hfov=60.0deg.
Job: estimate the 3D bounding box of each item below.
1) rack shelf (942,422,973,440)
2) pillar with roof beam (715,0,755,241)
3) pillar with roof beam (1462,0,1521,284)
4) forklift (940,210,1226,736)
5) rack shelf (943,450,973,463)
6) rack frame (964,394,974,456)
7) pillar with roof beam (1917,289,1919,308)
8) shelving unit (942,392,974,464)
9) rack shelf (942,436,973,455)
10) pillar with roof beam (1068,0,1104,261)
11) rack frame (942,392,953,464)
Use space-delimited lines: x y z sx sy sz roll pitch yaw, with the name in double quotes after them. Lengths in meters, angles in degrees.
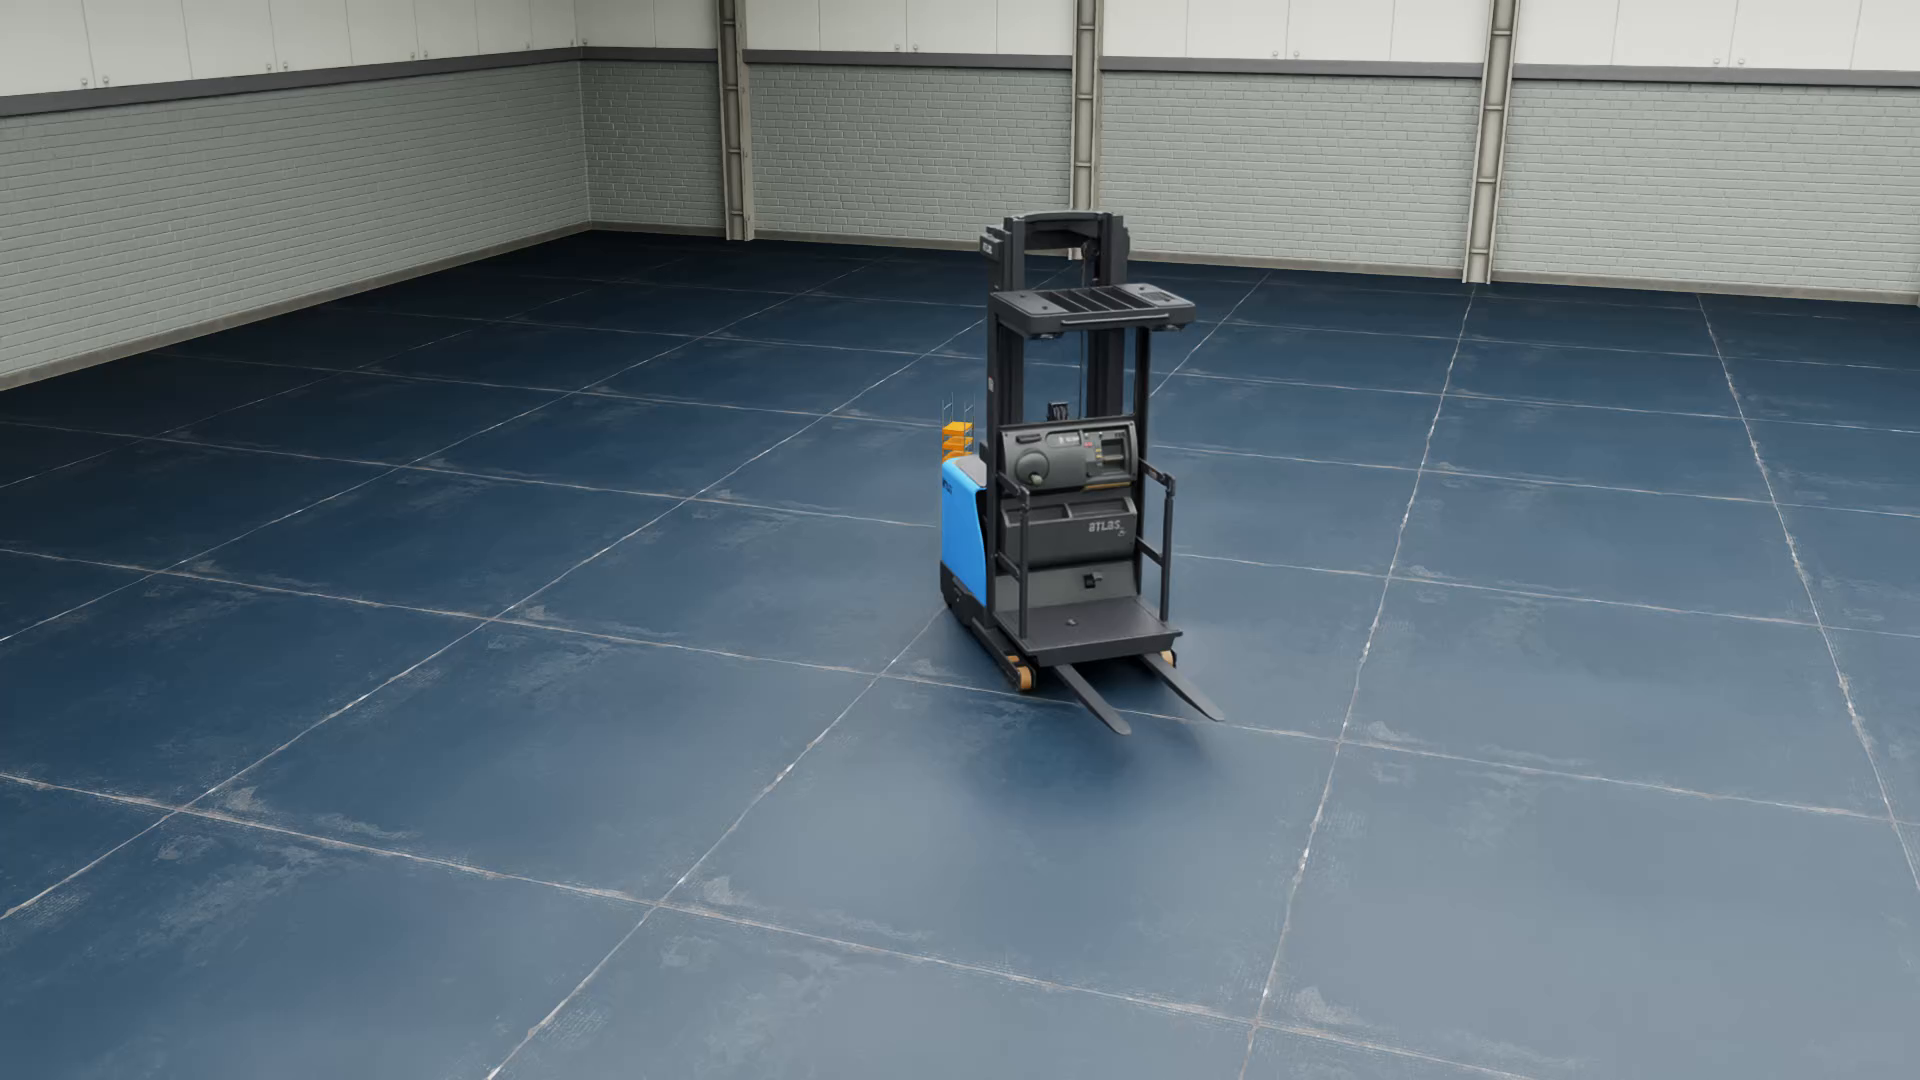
-0.014 -0.866 13.279 0.180 0.103 0.258 7 20 18 "rack shelf"
-5.135 -8.018 22.908 0.400 9.000 9.100 7 20 18 "pillar with roof beam"
6.201 -6.722 19.189 0.400 9.000 9.100 7 20 18 "pillar with roof beam"
0.791 -0.550 10.700 1.130 2.935 3.031 -6 20 -17 "forklift"
-0.014 -0.639 13.358 0.180 0.103 0.258 7 20 18 "rack shelf"
0.073 -0.558 13.355 0.006 1.200 0.240 7 20 18 "rack frame"
11.868 -6.074 17.330 0.400 9.000 9.100 7 20 18 "pillar with roof beam"
-0.014 -0.568 13.383 0.189 1.200 0.258 7 20 18 "shelving unit"
-0.014 -0.753 13.319 0.180 0.103 0.258 7 20 18 "rack shelf"
0.533 -7.370 21.049 0.400 9.000 9.100 7 20 18 "pillar with roof beam"
-0.100 -0.578 13.412 0.006 1.200 0.240 7 20 18 "rack frame"
